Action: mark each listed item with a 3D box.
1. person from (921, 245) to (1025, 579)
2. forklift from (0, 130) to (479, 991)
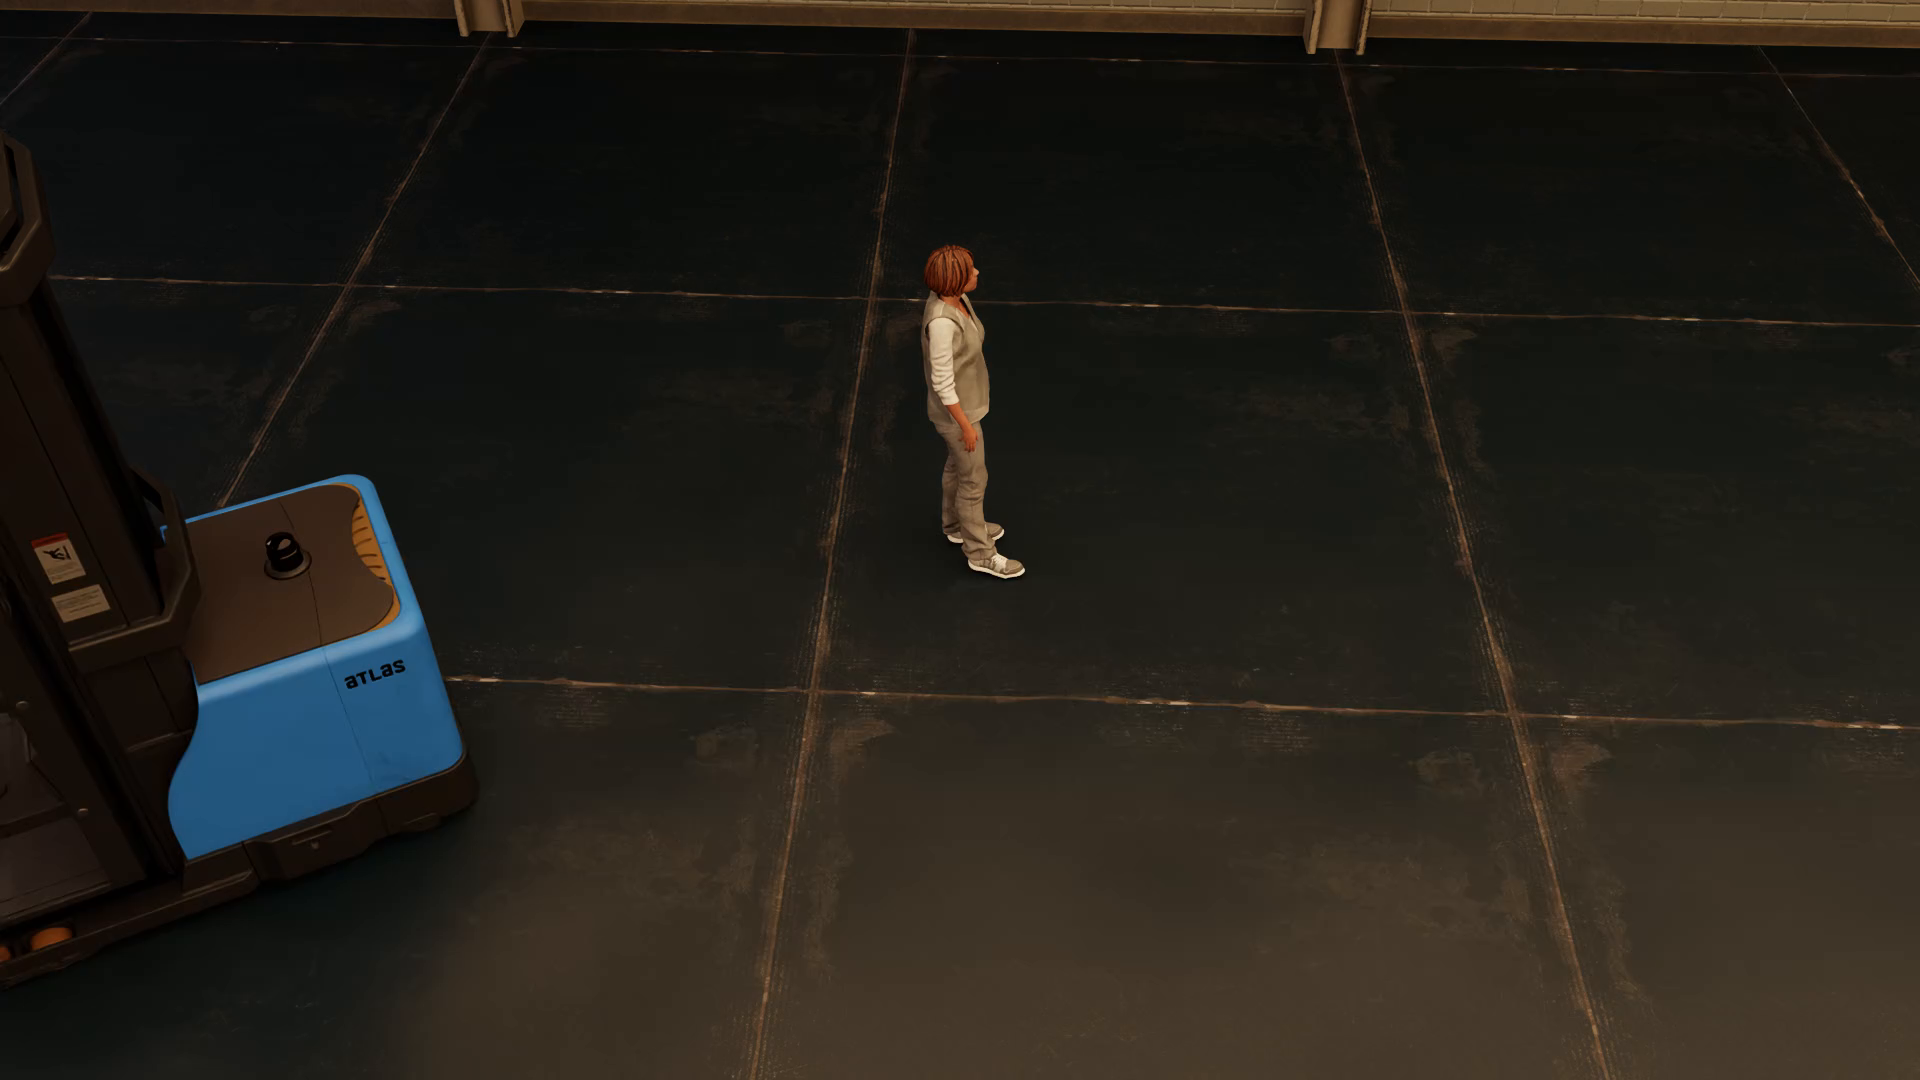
[{"bbox_3d":[0.074,-0.583,7.360,0.473,1.599,0.520,2,42,2],"label":"person"},{"bbox_3d":[-3.493,0.162,5.565,3.031,2.935,1.130,-19,46,-19],"label":"forklift"}]
